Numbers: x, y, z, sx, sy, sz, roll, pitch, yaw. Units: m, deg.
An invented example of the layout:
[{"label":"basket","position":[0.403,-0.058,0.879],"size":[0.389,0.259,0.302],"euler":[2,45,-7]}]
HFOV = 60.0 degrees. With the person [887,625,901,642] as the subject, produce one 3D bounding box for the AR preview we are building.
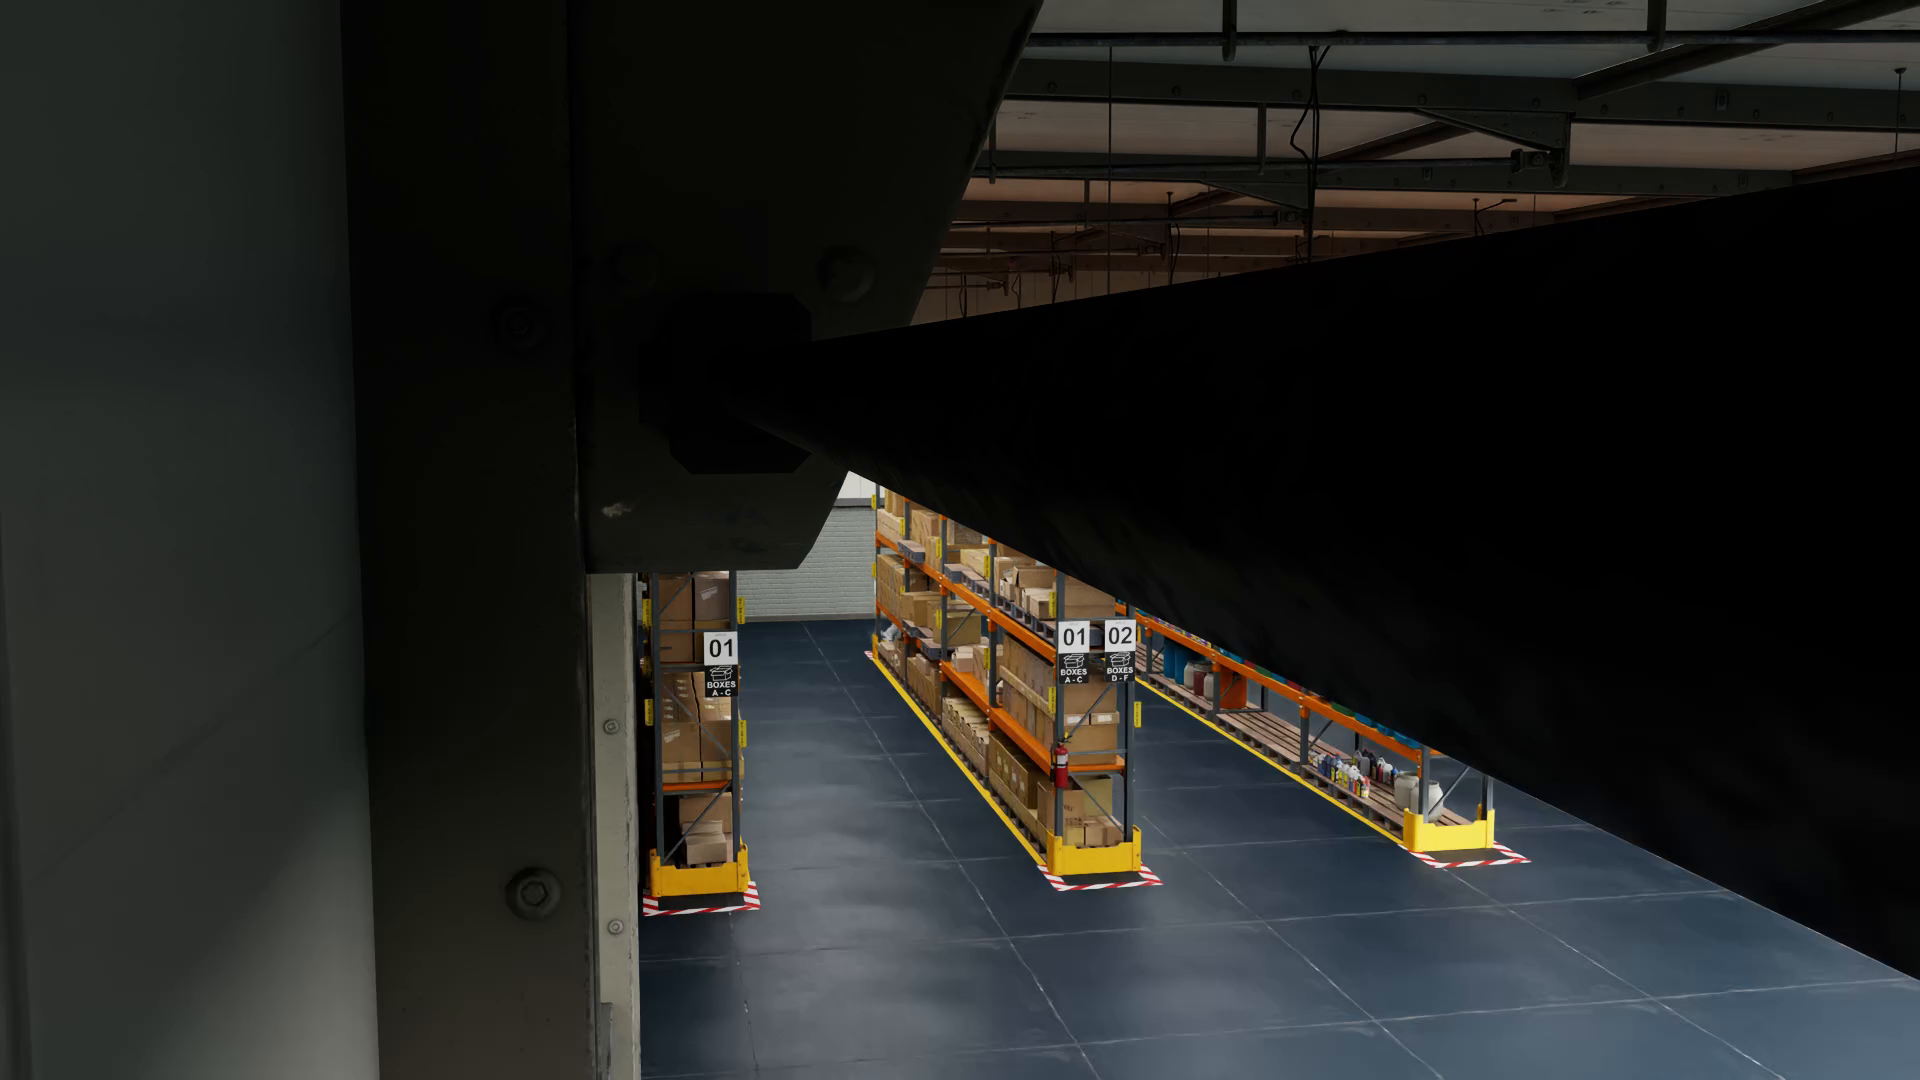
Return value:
[{"label":"person","position":[-1.427,1.520,38.180],"size":[0.507,1.801,0.630],"euler":[0,6,5]}]
